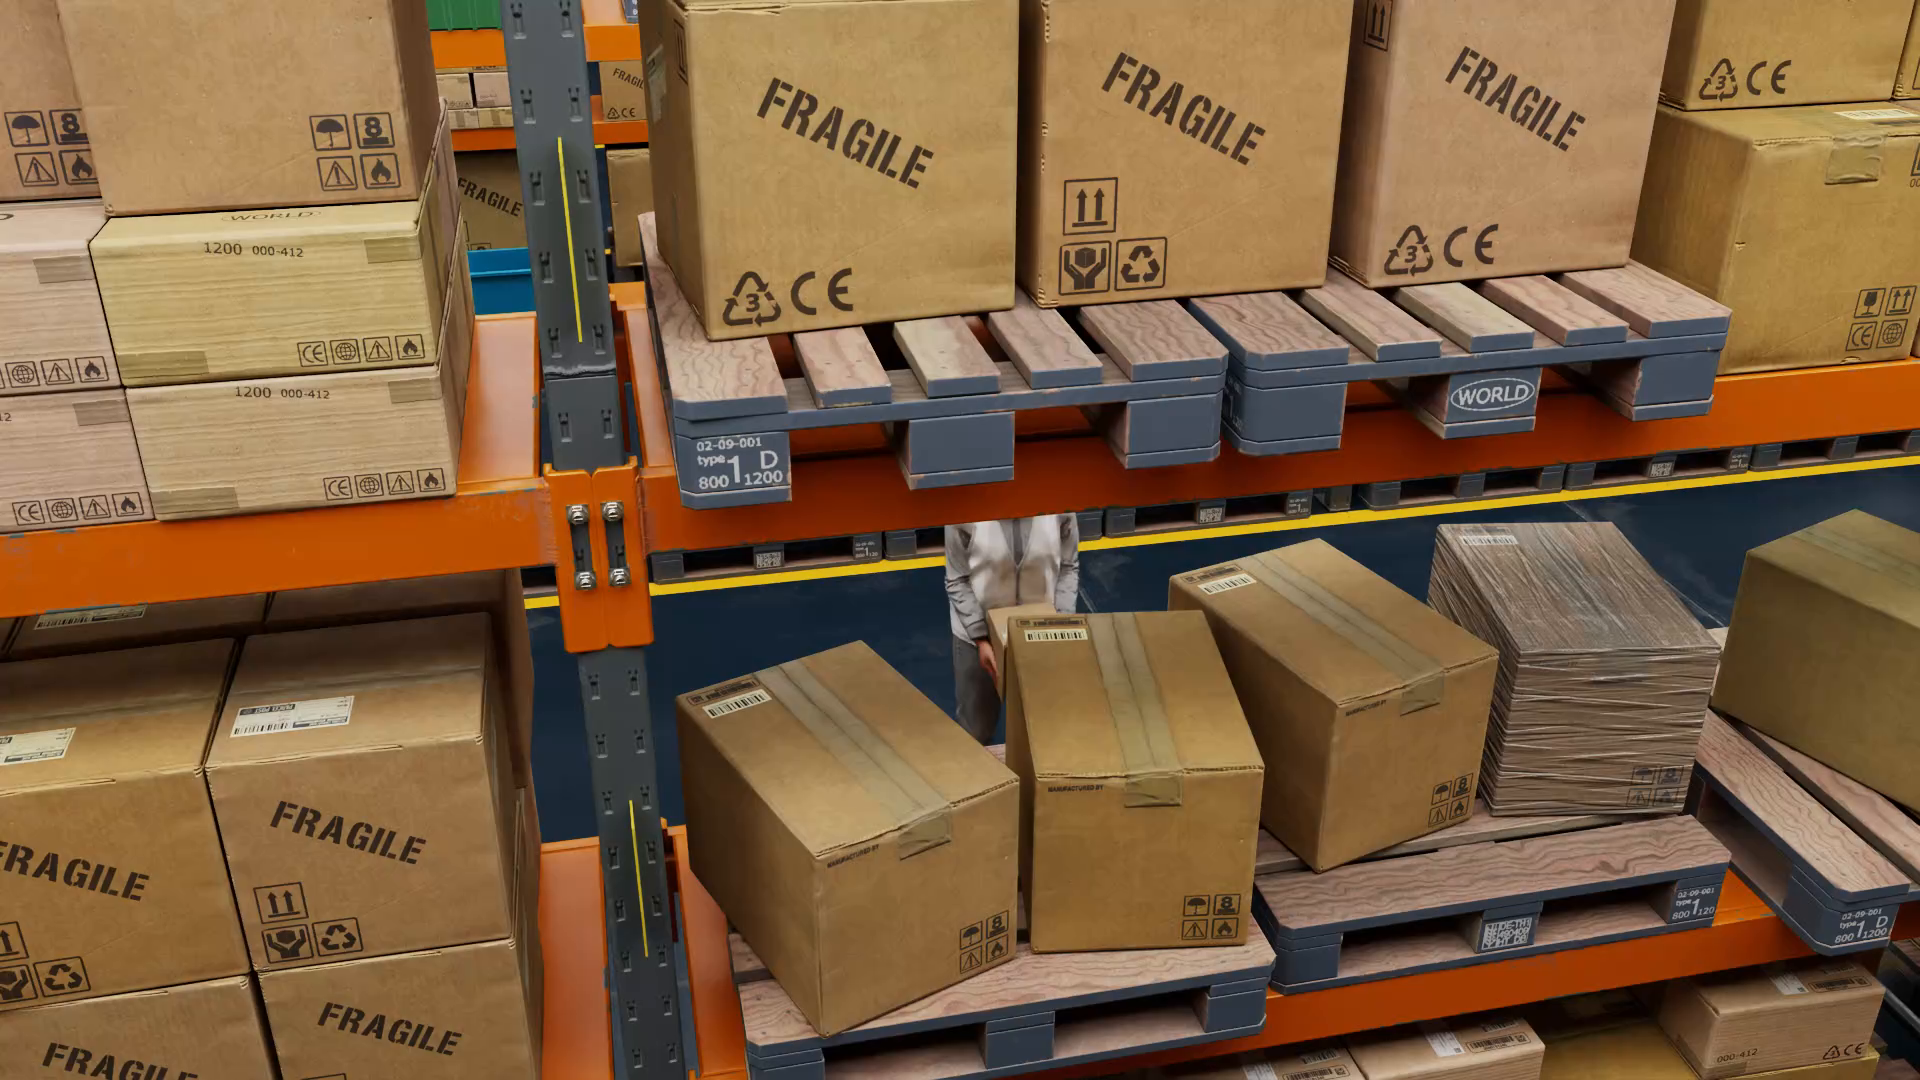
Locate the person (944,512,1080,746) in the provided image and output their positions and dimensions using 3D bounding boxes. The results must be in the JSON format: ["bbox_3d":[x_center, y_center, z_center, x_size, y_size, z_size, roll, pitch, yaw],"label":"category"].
[{"bbox_3d":[0.207,0.381,6.318,0.528,1.777,0.529,-6,27,-12],"label":"person"}]
